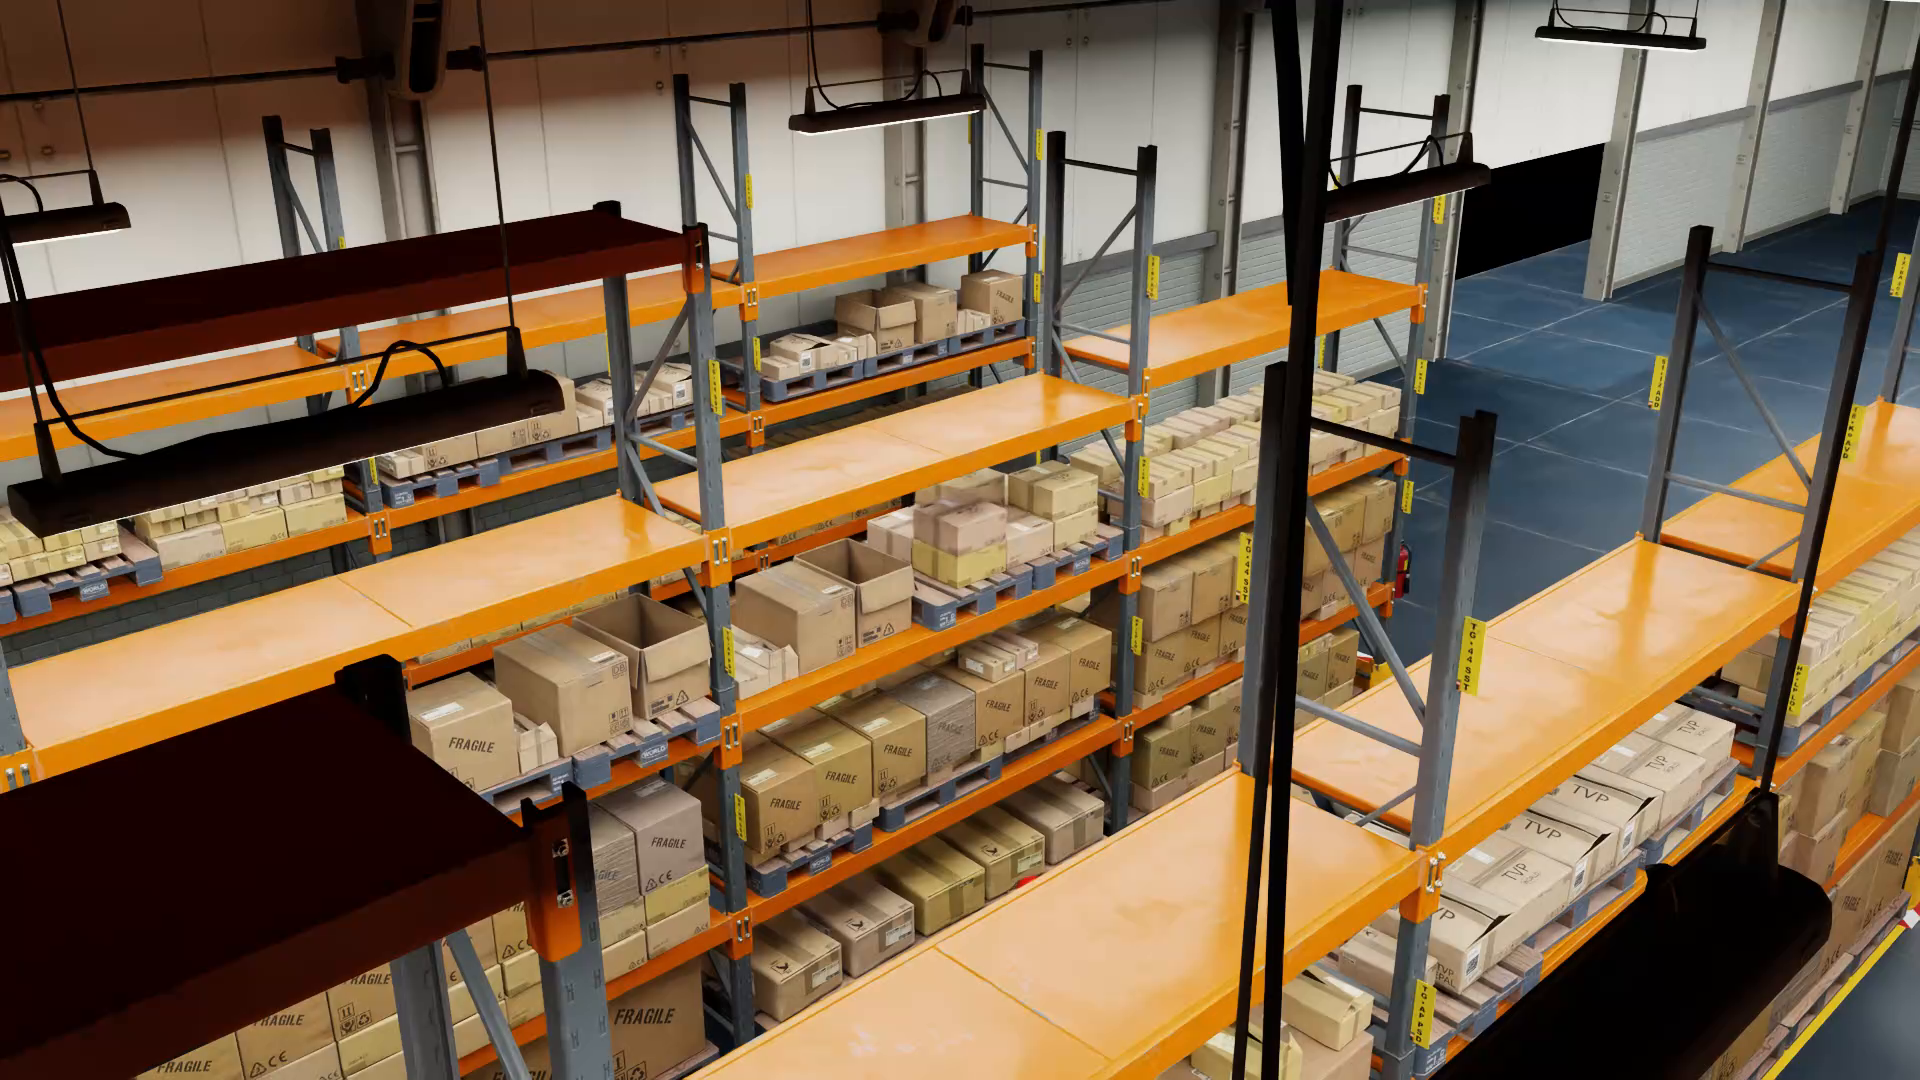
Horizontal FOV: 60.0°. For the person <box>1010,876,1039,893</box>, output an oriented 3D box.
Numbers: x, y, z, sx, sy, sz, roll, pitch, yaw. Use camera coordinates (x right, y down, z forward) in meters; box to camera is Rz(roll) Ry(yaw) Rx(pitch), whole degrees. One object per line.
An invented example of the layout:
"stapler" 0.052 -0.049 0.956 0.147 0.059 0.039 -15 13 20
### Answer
"person" 0.547 3.030 11.162 0.593 1.785 0.443 20 30 40
